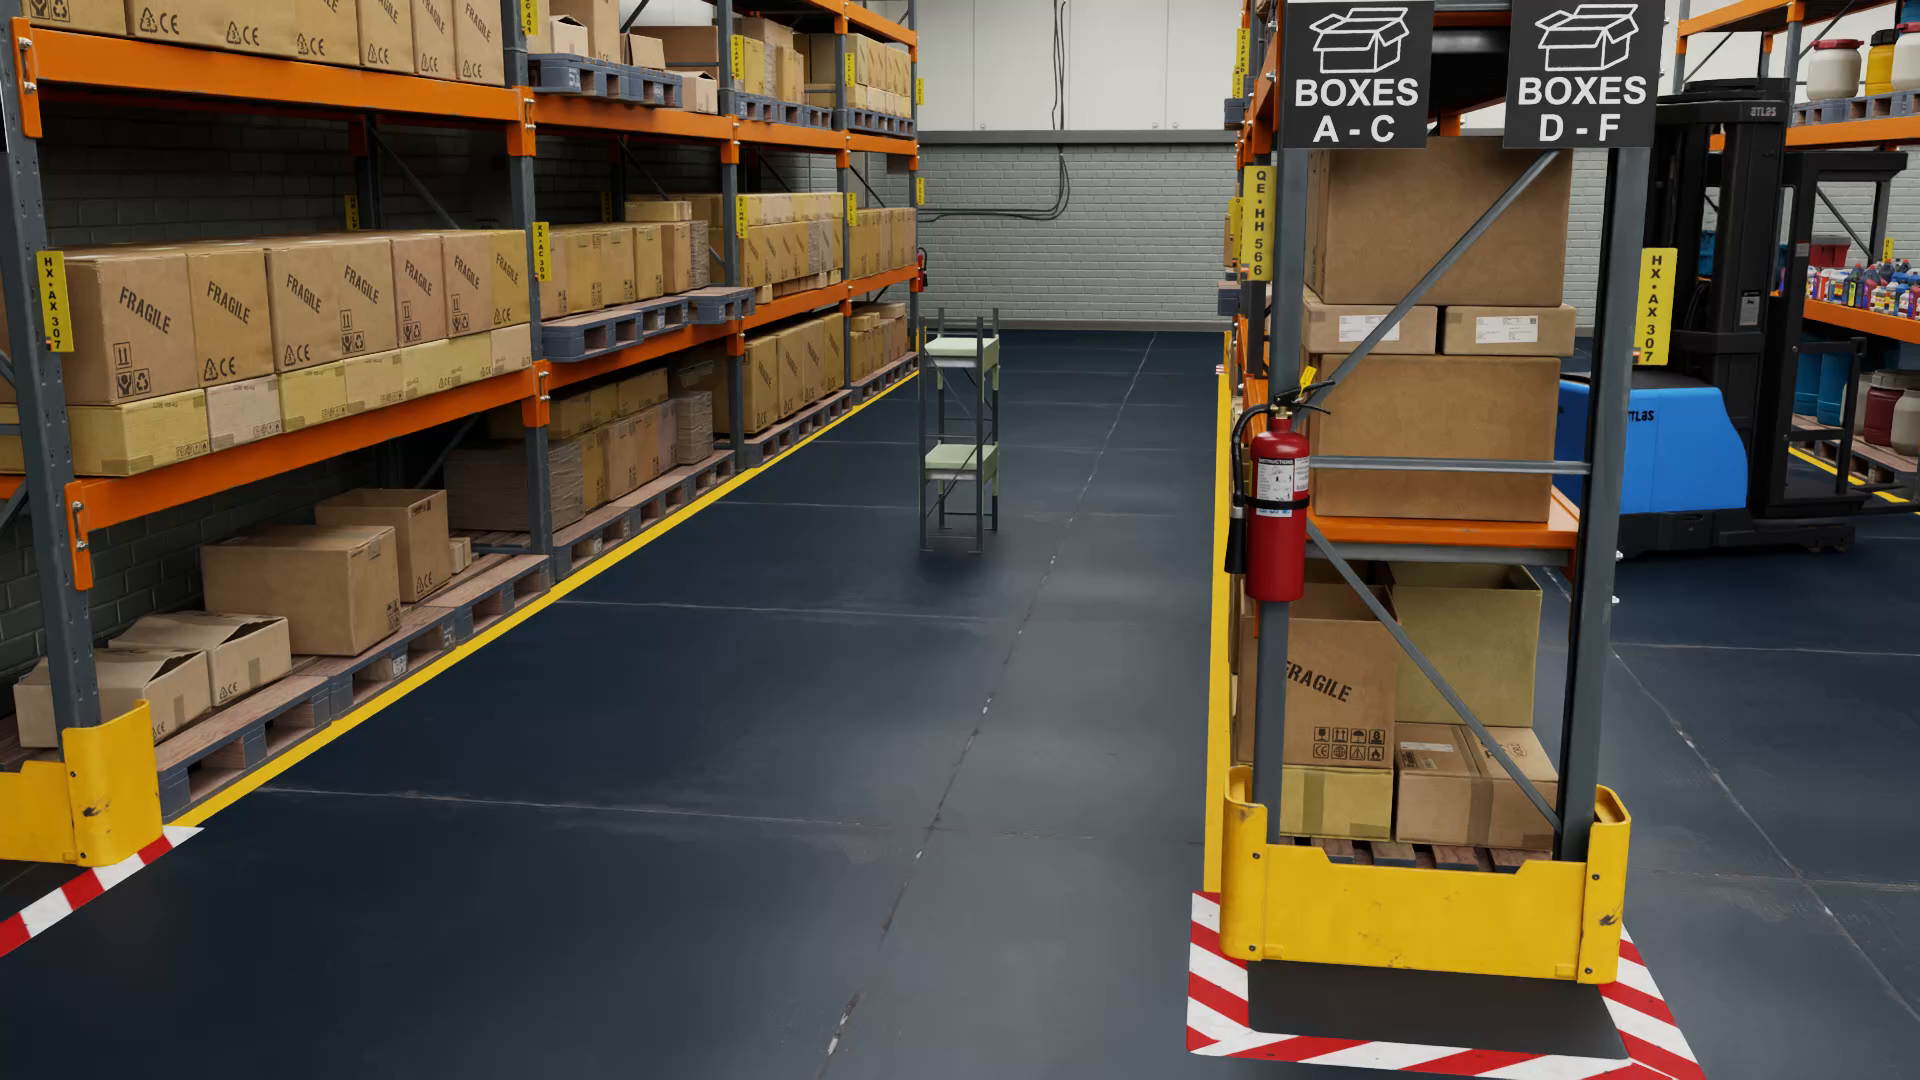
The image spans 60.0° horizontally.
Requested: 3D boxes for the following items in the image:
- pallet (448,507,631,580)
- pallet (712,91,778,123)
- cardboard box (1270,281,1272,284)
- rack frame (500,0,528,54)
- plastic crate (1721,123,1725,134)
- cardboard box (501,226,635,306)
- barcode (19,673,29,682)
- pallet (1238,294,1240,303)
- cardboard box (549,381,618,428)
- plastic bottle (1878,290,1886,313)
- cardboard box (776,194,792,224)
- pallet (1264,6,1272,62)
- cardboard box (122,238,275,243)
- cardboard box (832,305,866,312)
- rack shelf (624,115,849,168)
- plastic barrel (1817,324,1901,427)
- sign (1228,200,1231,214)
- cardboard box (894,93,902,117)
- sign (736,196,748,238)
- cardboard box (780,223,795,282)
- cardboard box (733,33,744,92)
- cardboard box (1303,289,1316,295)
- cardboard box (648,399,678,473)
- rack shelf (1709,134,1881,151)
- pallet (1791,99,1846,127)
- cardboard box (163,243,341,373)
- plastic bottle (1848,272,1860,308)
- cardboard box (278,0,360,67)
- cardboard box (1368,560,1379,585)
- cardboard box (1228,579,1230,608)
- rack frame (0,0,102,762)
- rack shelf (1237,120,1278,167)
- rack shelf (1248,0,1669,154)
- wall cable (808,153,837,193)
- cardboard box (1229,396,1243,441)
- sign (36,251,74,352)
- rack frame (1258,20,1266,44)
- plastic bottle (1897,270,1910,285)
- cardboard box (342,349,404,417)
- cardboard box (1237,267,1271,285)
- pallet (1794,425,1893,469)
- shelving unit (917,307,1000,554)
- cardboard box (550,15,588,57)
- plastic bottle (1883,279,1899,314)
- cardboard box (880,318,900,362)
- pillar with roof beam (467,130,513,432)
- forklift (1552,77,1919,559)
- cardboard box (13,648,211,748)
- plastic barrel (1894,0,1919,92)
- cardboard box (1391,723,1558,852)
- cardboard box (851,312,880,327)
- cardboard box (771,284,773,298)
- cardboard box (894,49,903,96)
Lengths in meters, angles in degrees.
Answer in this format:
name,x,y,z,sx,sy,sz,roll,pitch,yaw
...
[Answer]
name,x,y,z,sx,sy,sz,roll,pitch,yaw
pallet,-2.761,-0.004,10.511,1.003,0.211,1.213,2,12,9
pallet,-2.218,-3.548,13.663,1.213,0.211,1.003,2,12,11
cardboard box,2.532,-1.760,12.253,0.500,0.311,0.500,3,12,12
rack frame,-2.879,-4.138,8.833,1.000,3.000,0.127,2,12,9
plastic crate,8.110,-4.339,17.169,0.437,0.282,0.530,2,12,9
cardboard box,-2.604,-1.828,11.074,0.700,0.500,0.500,4,13,16
barcode,-3.692,0.565,6.570,0.001,0.075,0.075,2,12,9
pallet,2.926,-2.189,14.487,1.003,0.211,1.213,2,12,9
cardboard box,-2.642,-0.919,11.246,0.500,0.250,0.500,2,12,7
plastic bottle,7.312,-1.891,13.117,0.097,0.201,0.097,0,12,0
cardboard box,-1.785,-2.911,14.609,0.500,0.250,0.500,2,12,9
pallet,1.910,-2.290,7.590,1.003,0.211,1.213,2,12,9
cardboard box,-3.392,-1.098,7.495,0.500,0.500,0.500,2,12,9
cardboard box,-1.337,-2.730,19.936,0.380,0.149,0.250,2,12,9
rack shelf,-1.957,-3.569,15.021,1.077,0.370,4.000,2,12,9
plastic barrel,7.931,-1.469,14.673,0.600,0.901,0.708,2,12,9
sign,3.325,-3.984,20.306,0.100,0.325,0.005,2,12,9
cardboard box,-0.963,-5.081,19.451,0.500,0.250,0.500,1,12,7
sign,-1.726,-2.549,13.143,0.100,0.325,0.005,2,12,9
cardboard box,-1.769,-2.547,14.699,0.500,0.500,0.500,2,12,8
cardboard box,-2.217,-3.983,13.953,0.700,0.500,0.500,1,12,6
cardboard box,1.349,-0.772,5.679,0.380,0.149,0.250,2,12,8
cardboard box,-2.517,-0.776,12.363,0.700,0.500,0.500,2,12,9
rack shelf,8.448,-4.080,17.395,1.077,0.370,4.000,2,12,9
pallet,8.116,-3.757,14.635,1.213,0.211,1.003,2,12,9
cardboard box,-2.953,-0.975,6.926,0.500,0.500,0.500,1,12,7
plastic bottle,7.390,-2.062,13.718,0.061,0.283,0.133,2,12,9
cardboard box,-2.941,-2.290,7.095,0.500,0.500,0.500,3,12,12
cardboard box,1.842,0.246,6.480,0.500,0.500,0.500,2,12,9
cardboard box,1.563,0.284,8.085,0.500,0.250,0.500,2,12,9
rack frame,-3.495,-0.372,5.602,1.000,3.000,0.127,2,12,9
rack shelf,2.939,-3.409,14.280,1.077,0.370,4.000,2,12,9
rack shelf,1.708,-1.744,6.552,1.077,0.370,4.000,2,12,9
wall cable,-1.772,-4.497,22.329,0.084,1.984,1.851,2,12,9
cardboard box,2.260,-0.914,12.313,0.500,0.311,0.500,2,12,11
sign,-2.958,-0.778,5.429,0.100,0.325,0.005,2,12,9
rack frame,2.016,-3.978,8.092,1.000,3.000,0.127,2,12,9
plastic bottle,8.118,-2.185,14.318,0.097,0.271,0.097,0,12,0
cardboard box,-2.876,-0.720,7.522,0.500,0.250,0.500,2,12,9
cardboard box,2.617,-2.267,13.158,0.700,0.500,0.500,-2,12,-10
pallet,7.795,-0.772,14.076,1.003,0.211,1.213,2,12,9
shelving unit,-0.001,-0.732,10.829,0.431,1.500,0.755,2,12,9
cardboard box,-2.621,-3.073,10.225,0.500,0.311,0.500,2,12,10
plastic bottle,7.297,-1.904,13.016,0.097,0.271,0.097,0,12,0
cardboard box,-1.119,-2.433,20.101,0.700,0.500,0.500,2,12,8
pillar with roof beam,0.935,-4.588,10.924,9.100,9.000,0.400,2,12,9
forklift,5.257,-1.461,10.814,3.031,2.935,1.130,-3,13,-14
cardboard box,-3.299,0.586,6.493,0.500,0.311,0.500,0,12,2
plastic barrel,8.029,-4.106,13.619,0.600,0.901,0.708,2,12,9
cardboard box,1.703,0.822,5.591,0.500,0.250,0.500,2,12,9
cardboard box,-1.120,-2.497,18.858,0.380,0.149,0.250,2,12,7
cardboard box,-1.865,-2.201,14.636,0.380,0.149,0.250,2,12,10
cardboard box,-0.964,-5.452,19.393,0.500,0.500,0.500,2,12,10
